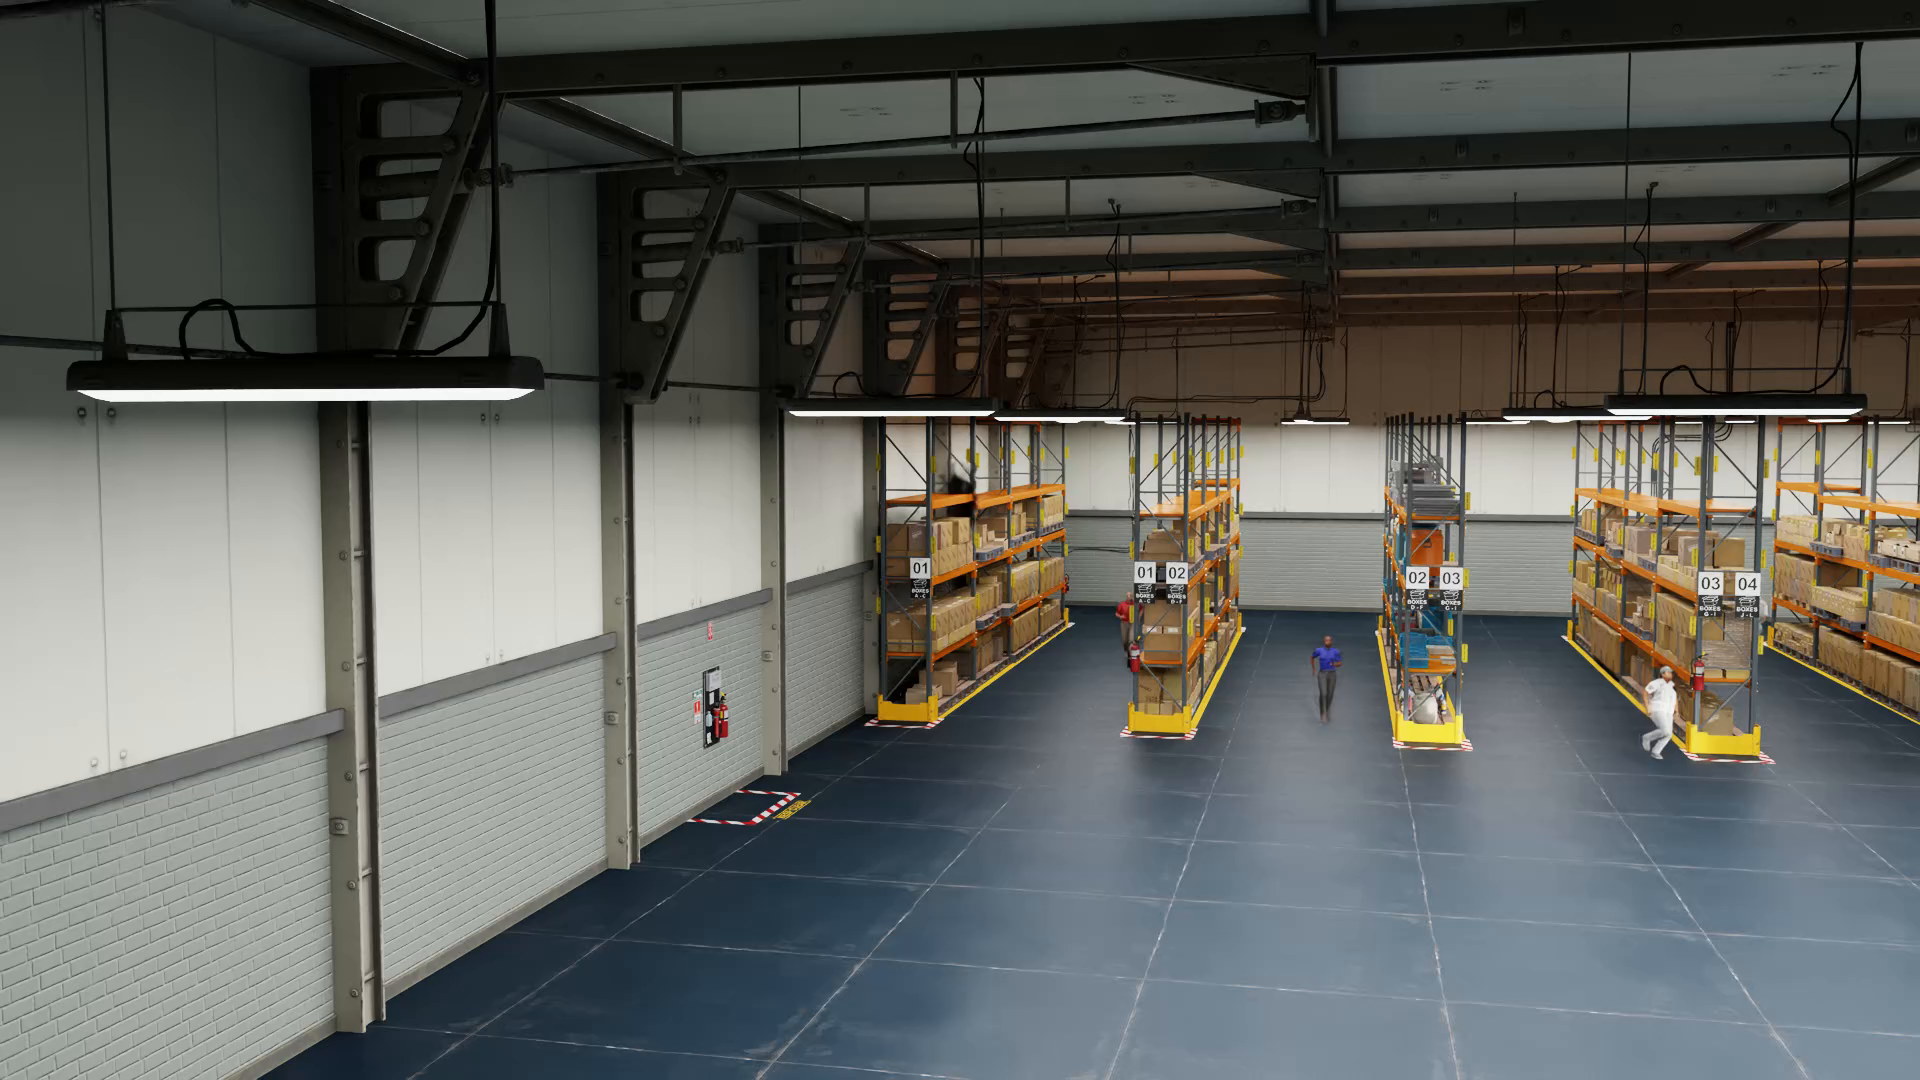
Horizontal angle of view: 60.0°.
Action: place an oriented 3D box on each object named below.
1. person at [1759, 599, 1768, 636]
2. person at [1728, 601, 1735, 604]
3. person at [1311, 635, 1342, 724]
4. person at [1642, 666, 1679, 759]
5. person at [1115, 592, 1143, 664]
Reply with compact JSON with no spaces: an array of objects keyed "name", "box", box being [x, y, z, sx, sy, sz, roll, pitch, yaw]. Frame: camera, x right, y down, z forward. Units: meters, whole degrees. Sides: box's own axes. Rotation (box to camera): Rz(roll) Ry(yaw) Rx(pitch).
[{"name":"person","box":[19.418,2.079,40.775,0.728,1.778,0.940,1,4,21]},{"name":"person","box":[19.821,1.949,42.842,0.697,1.774,0.927,1,4,17]},{"name":"person","box":[7.147,2.702,32.420,0.549,1.717,0.781,0,4,0]},{"name":"person","box":[12.199,2.983,28.788,0.663,1.589,0.523,-2,4,-22]},{"name":"person","box":[4.102,2.105,40.352,0.668,1.713,0.941,1,4,9]}]
